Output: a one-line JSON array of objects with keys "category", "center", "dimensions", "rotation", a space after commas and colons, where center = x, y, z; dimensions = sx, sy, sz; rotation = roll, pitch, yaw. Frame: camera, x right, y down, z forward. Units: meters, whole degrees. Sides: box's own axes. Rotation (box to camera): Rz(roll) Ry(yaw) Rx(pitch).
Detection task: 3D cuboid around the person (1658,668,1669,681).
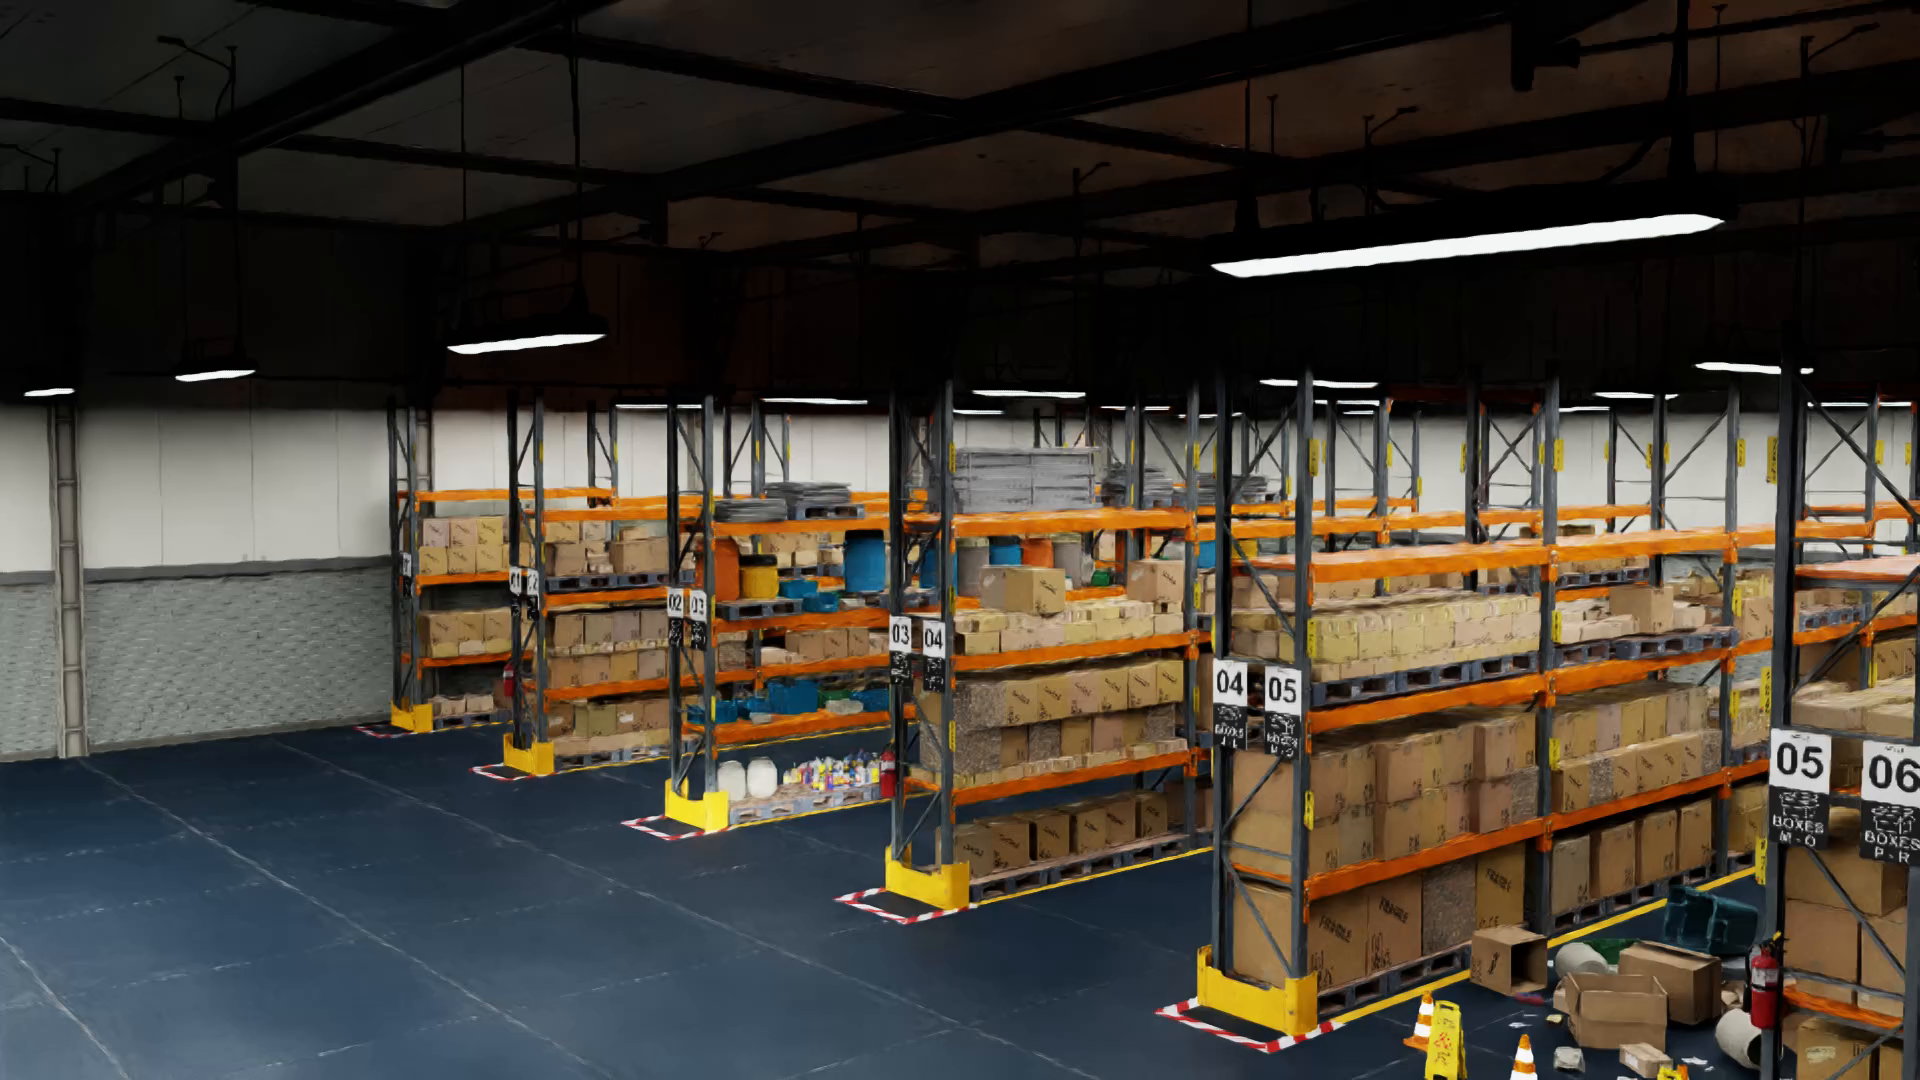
[{"category": "person", "center": [11.280, 2.789, 26.792], "dimensions": [1.110, 1.590, 0.448], "rotation": [-3, 4, -38]}]
